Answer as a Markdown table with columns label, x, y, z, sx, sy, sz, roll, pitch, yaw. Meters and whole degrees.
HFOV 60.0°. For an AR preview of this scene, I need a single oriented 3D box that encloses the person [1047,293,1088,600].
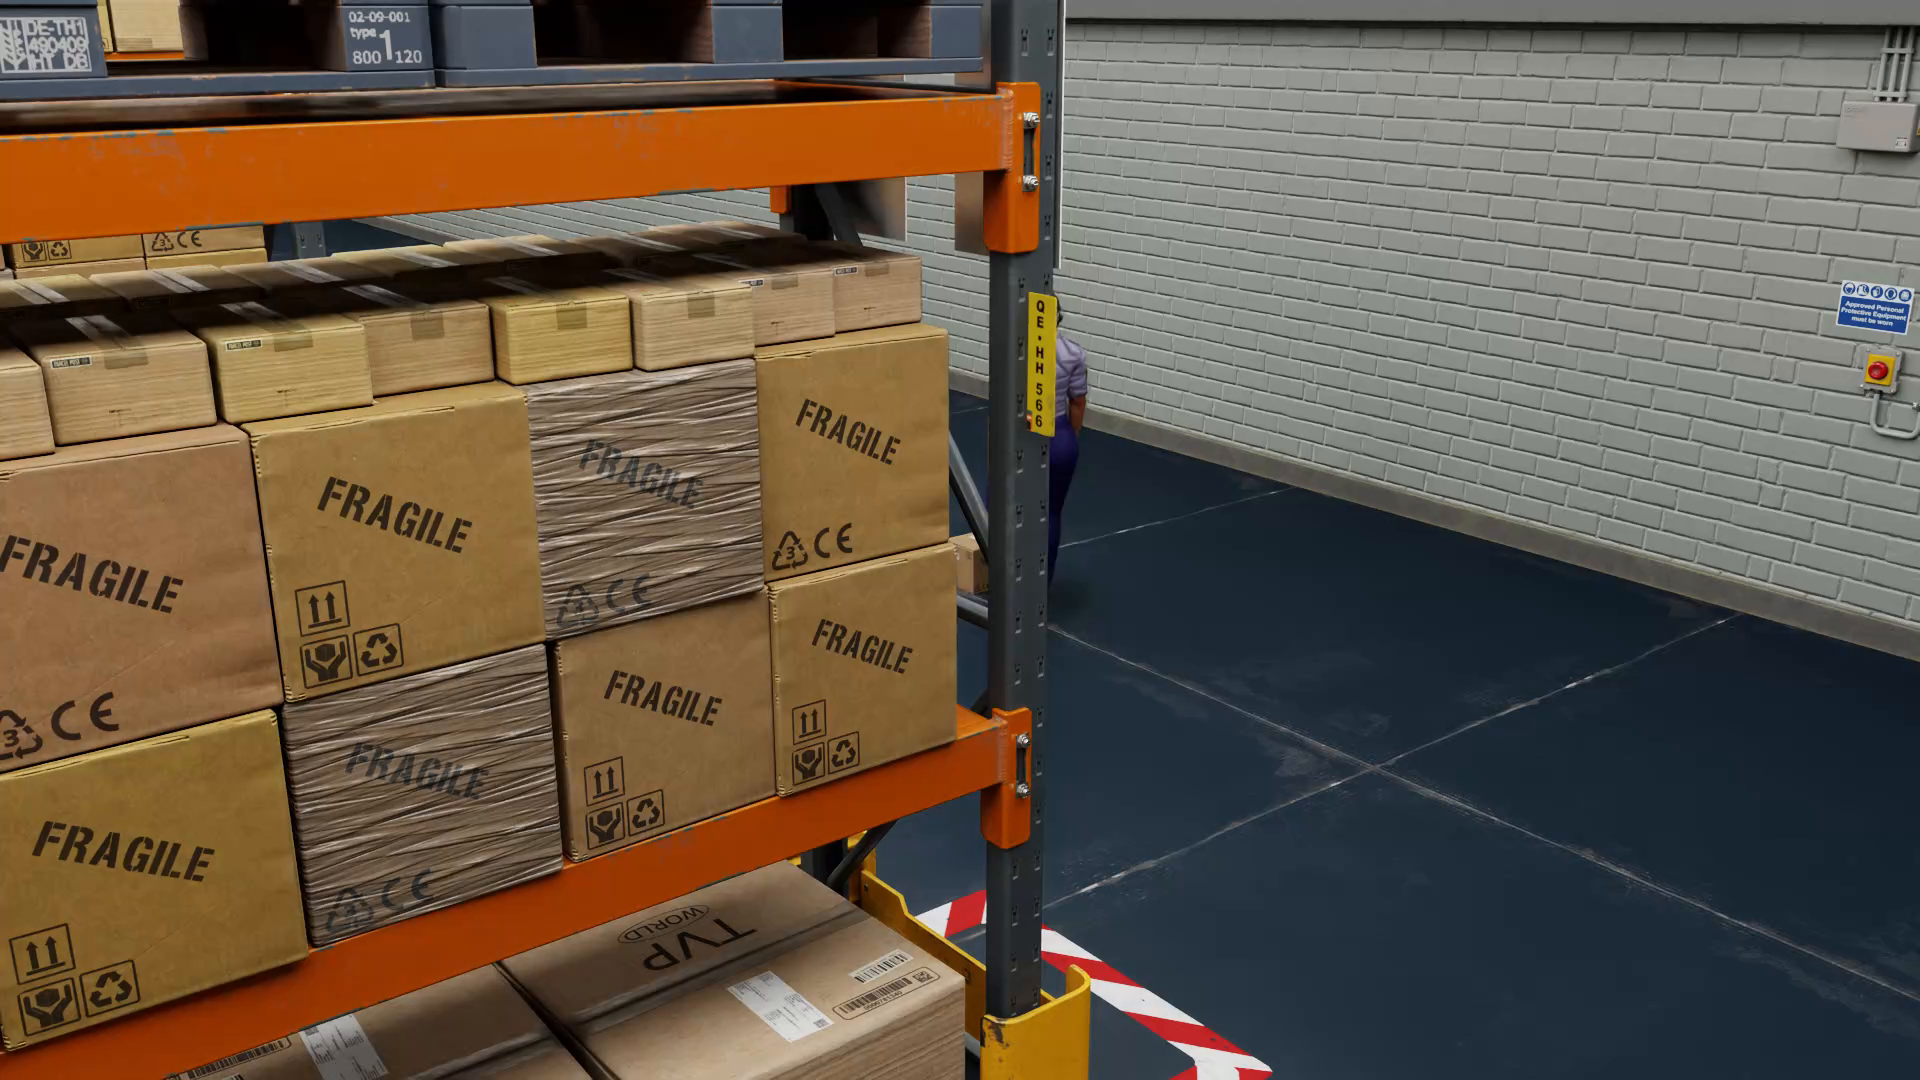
| label | x | y | z | sx | sy | sz | roll | pitch | yaw |
| --- | --- | --- | --- | --- | --- | --- | --- | --- | --- |
| person | 0.363 | -0.421 | 8.476 | 0.513 | 1.738 | 0.472 | -9 | 20 | -27 |
